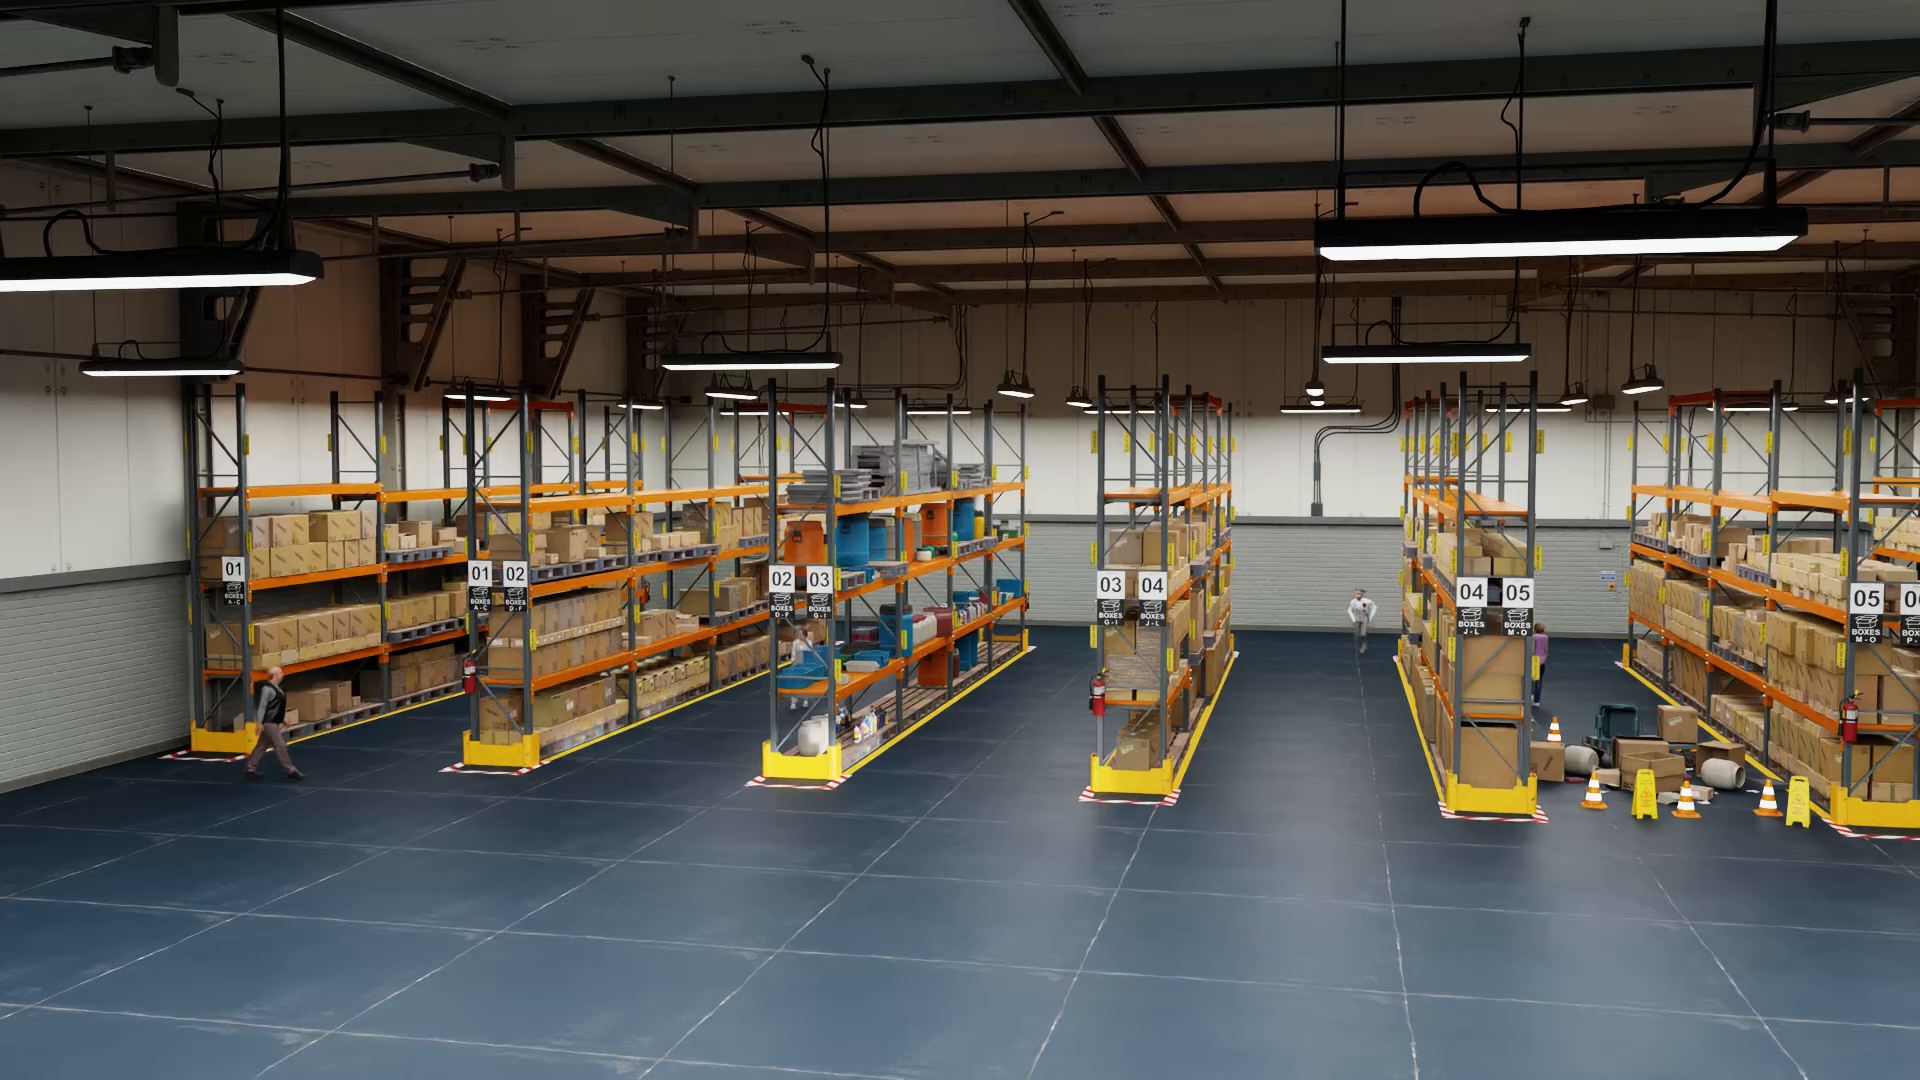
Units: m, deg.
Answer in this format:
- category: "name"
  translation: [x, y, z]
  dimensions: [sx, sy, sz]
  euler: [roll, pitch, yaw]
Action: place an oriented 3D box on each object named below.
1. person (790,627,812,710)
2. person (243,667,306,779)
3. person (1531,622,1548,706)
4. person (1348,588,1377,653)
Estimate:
- category: "person"
  translation: [-2.978, 2.417, 31.288]
  dimensions: [0.436, 1.546, 0.967]
  euler: [0, 3, -5]
- category: "person"
  translation: [-10.238, 2.719, 24.857]
  dimensions: [0.973, 1.661, 0.589]
  euler: [0, 3, -3]
- category: "person"
  translation: [11.039, 2.376, 31.798]
  dimensions: [0.435, 1.604, 0.447]
  euler: [0, 3, 8]
- category: "person"
  translation: [9.638, 1.931, 39.796]
  dimensions: [0.665, 1.601, 0.687]
  euler: [2, 4, 25]
